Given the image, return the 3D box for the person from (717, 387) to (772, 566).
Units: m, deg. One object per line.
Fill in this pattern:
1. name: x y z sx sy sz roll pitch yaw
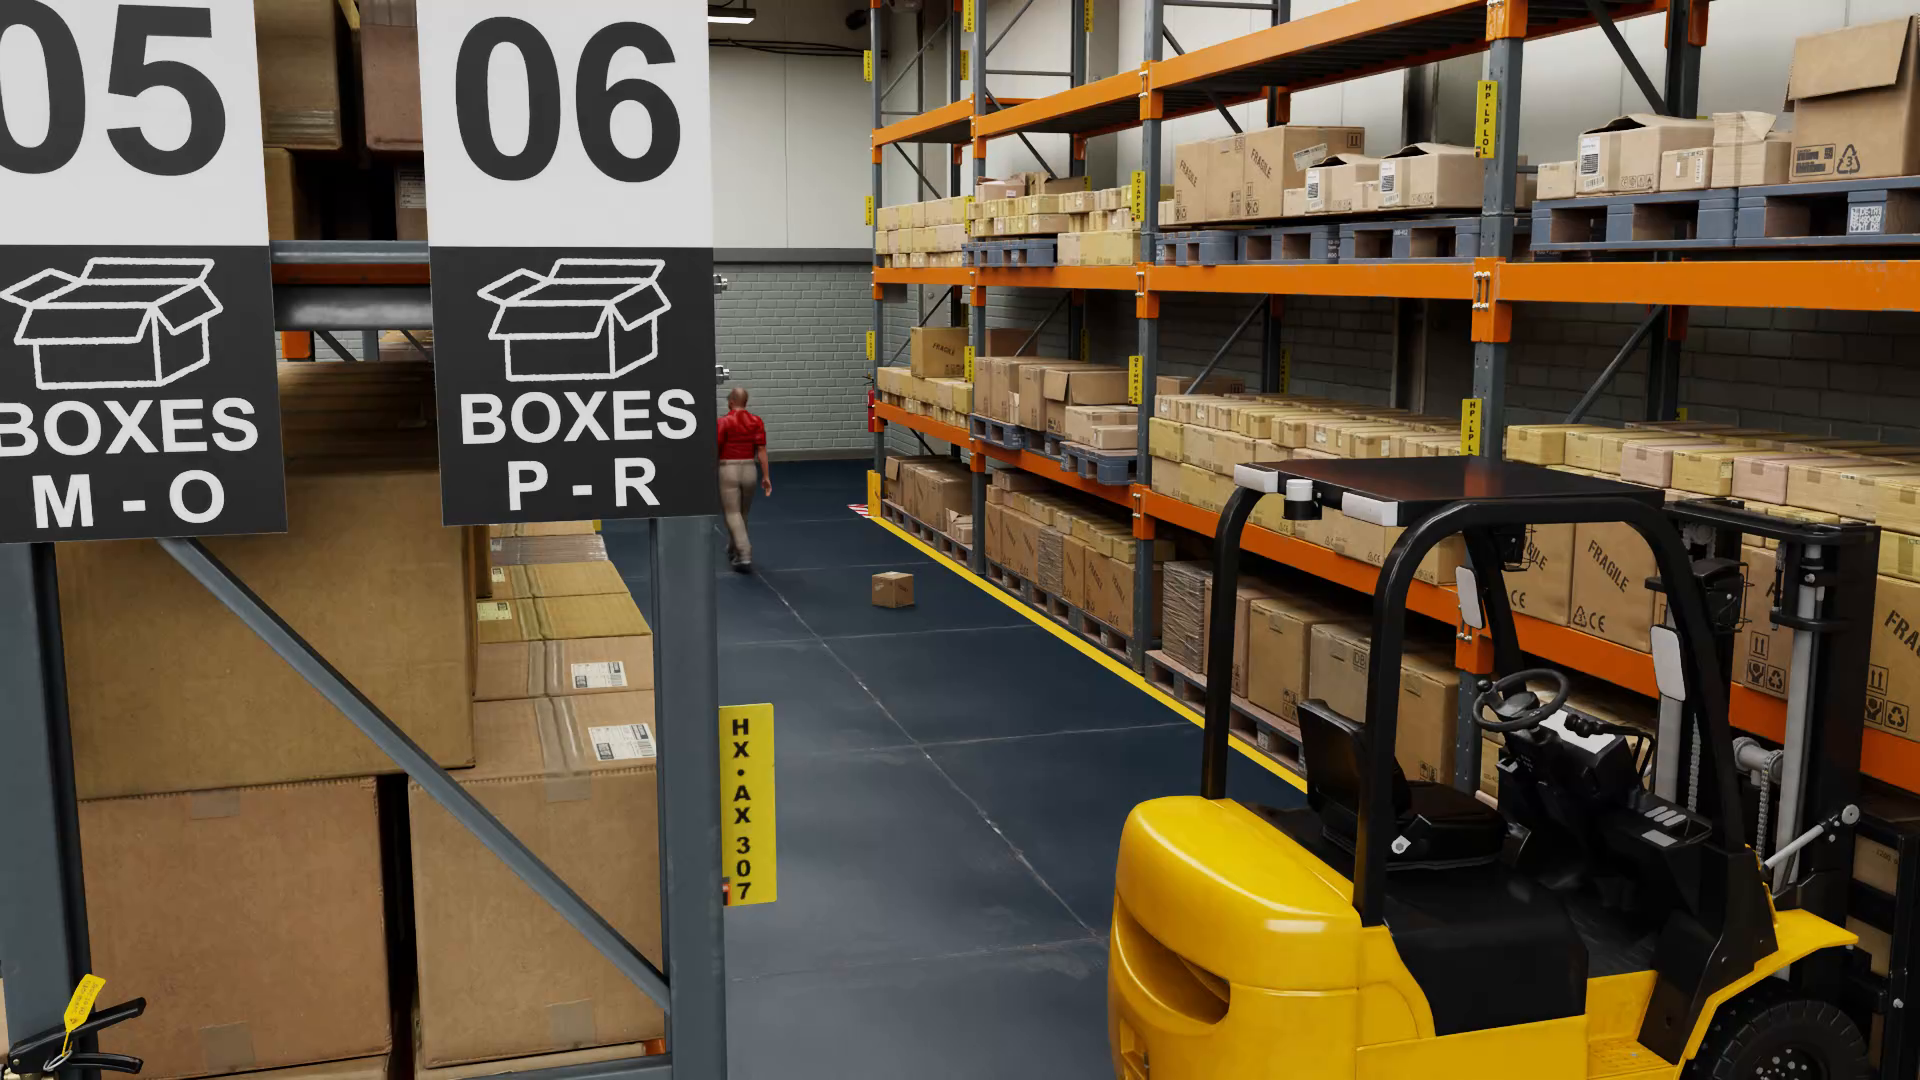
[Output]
1. person: -2.149 -0.614 15.729 0.574 1.670 1.004 -6 11 -32
